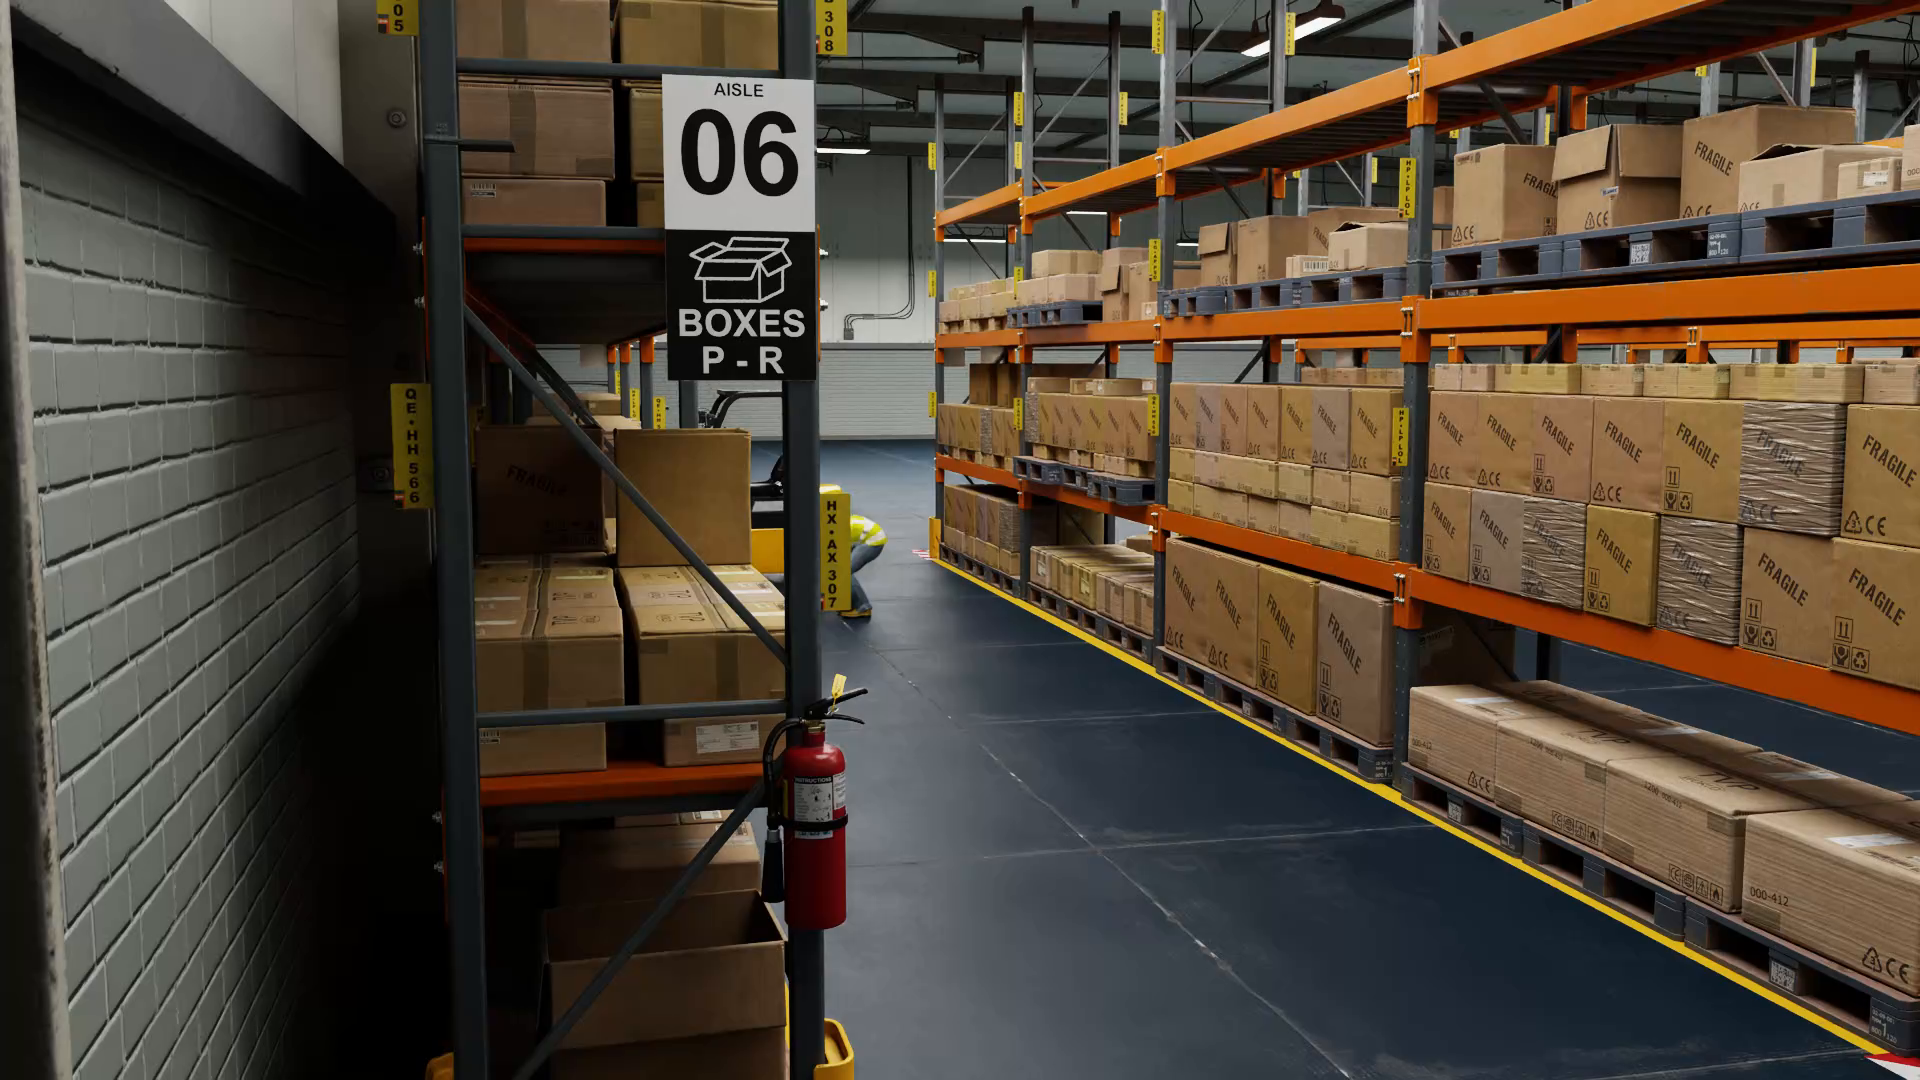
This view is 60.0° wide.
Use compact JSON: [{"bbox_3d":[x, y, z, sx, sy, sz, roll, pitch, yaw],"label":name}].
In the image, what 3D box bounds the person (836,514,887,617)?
[{"bbox_3d":[-1.192,0.226,16.139,0.966,1.042,0.517,-2,6,-16],"label":"person"}]
